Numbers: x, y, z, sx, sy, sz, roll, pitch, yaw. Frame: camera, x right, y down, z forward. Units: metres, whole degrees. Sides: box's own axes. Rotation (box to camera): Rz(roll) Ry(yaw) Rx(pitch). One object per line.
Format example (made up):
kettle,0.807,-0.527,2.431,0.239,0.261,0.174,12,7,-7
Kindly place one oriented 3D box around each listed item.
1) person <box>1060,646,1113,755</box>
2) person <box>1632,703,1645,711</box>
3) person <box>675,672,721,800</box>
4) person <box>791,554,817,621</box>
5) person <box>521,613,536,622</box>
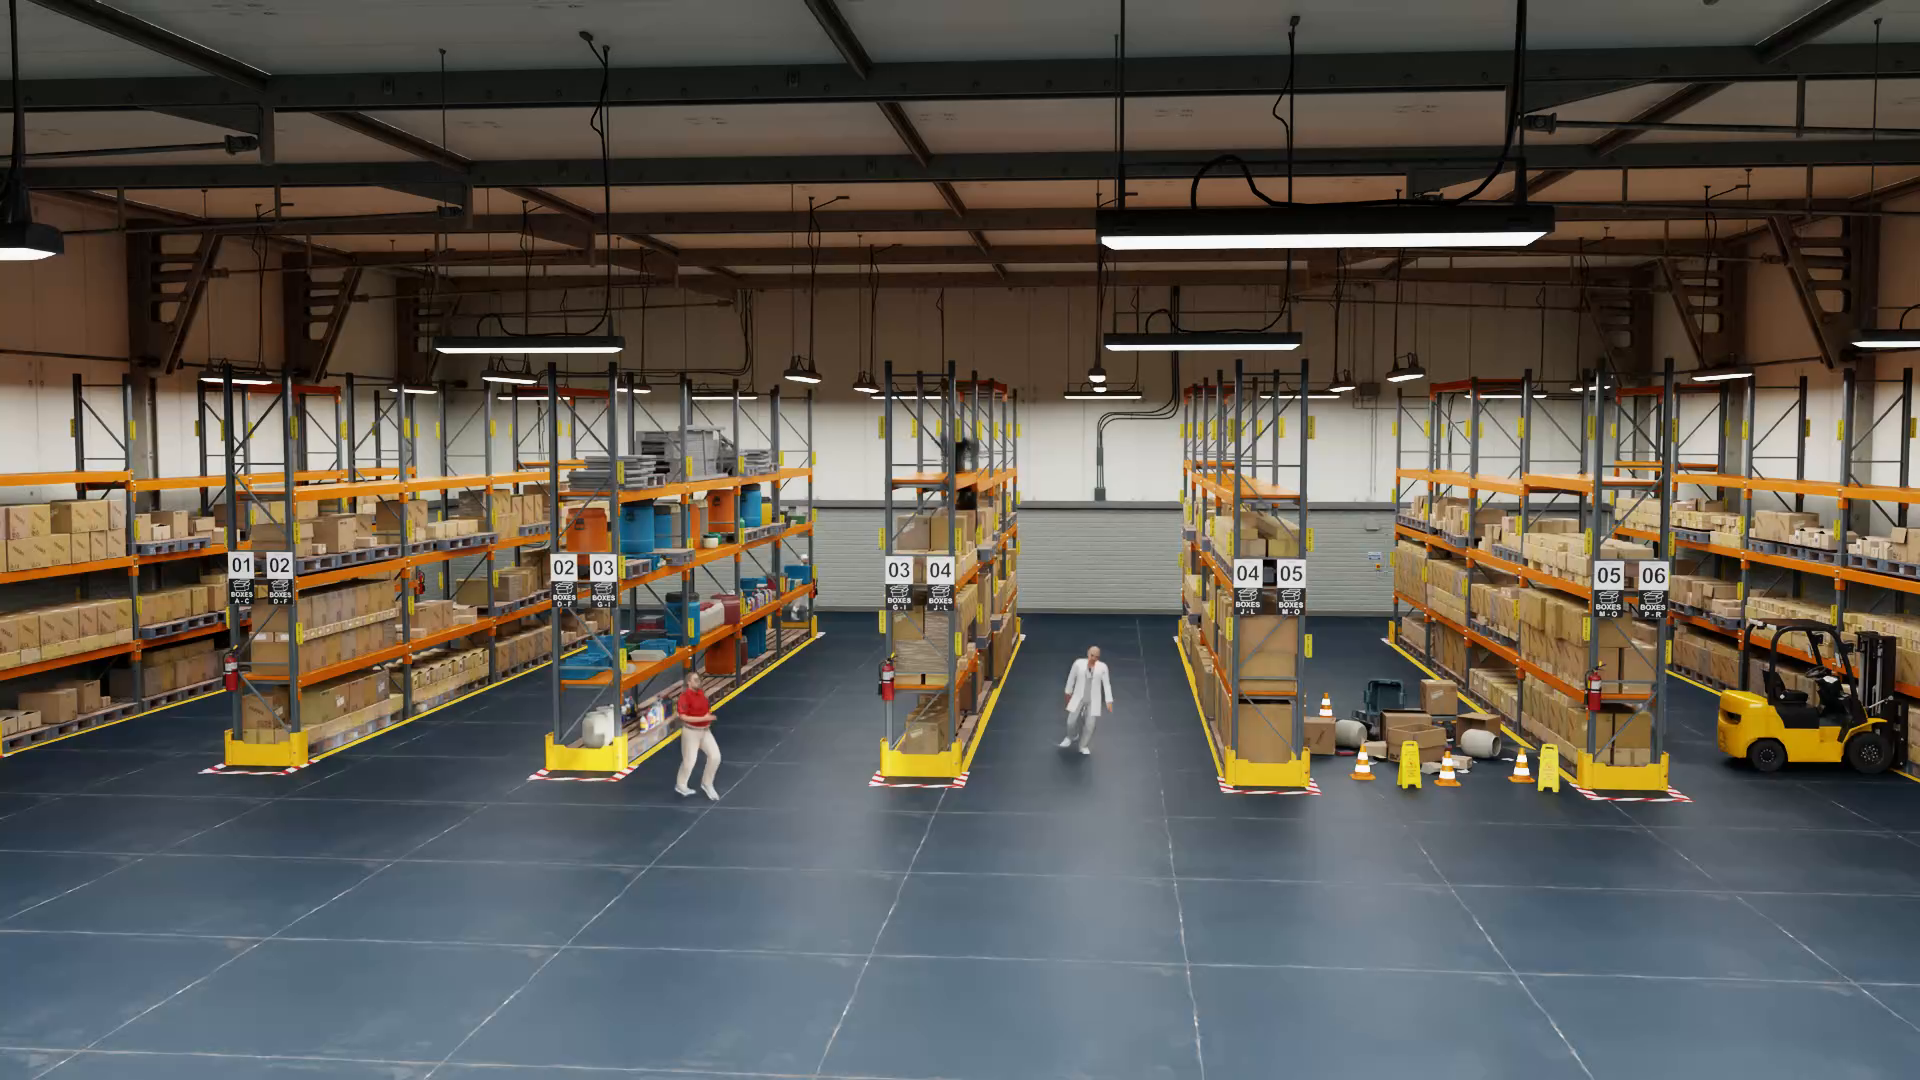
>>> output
person,1.954,2.451,25.652,0.824,1.700,0.638,0,4,6
person,11.582,2.403,28.709,0.547,1.470,1.080,-1,4,-13
person,-3.593,2.664,22.537,0.737,1.759,0.626,3,5,38
person,-4.023,1.270,43.227,0.836,1.827,0.650,2,4,30
person,-10.556,1.630,40.277,0.699,1.463,0.935,-1,4,-18
